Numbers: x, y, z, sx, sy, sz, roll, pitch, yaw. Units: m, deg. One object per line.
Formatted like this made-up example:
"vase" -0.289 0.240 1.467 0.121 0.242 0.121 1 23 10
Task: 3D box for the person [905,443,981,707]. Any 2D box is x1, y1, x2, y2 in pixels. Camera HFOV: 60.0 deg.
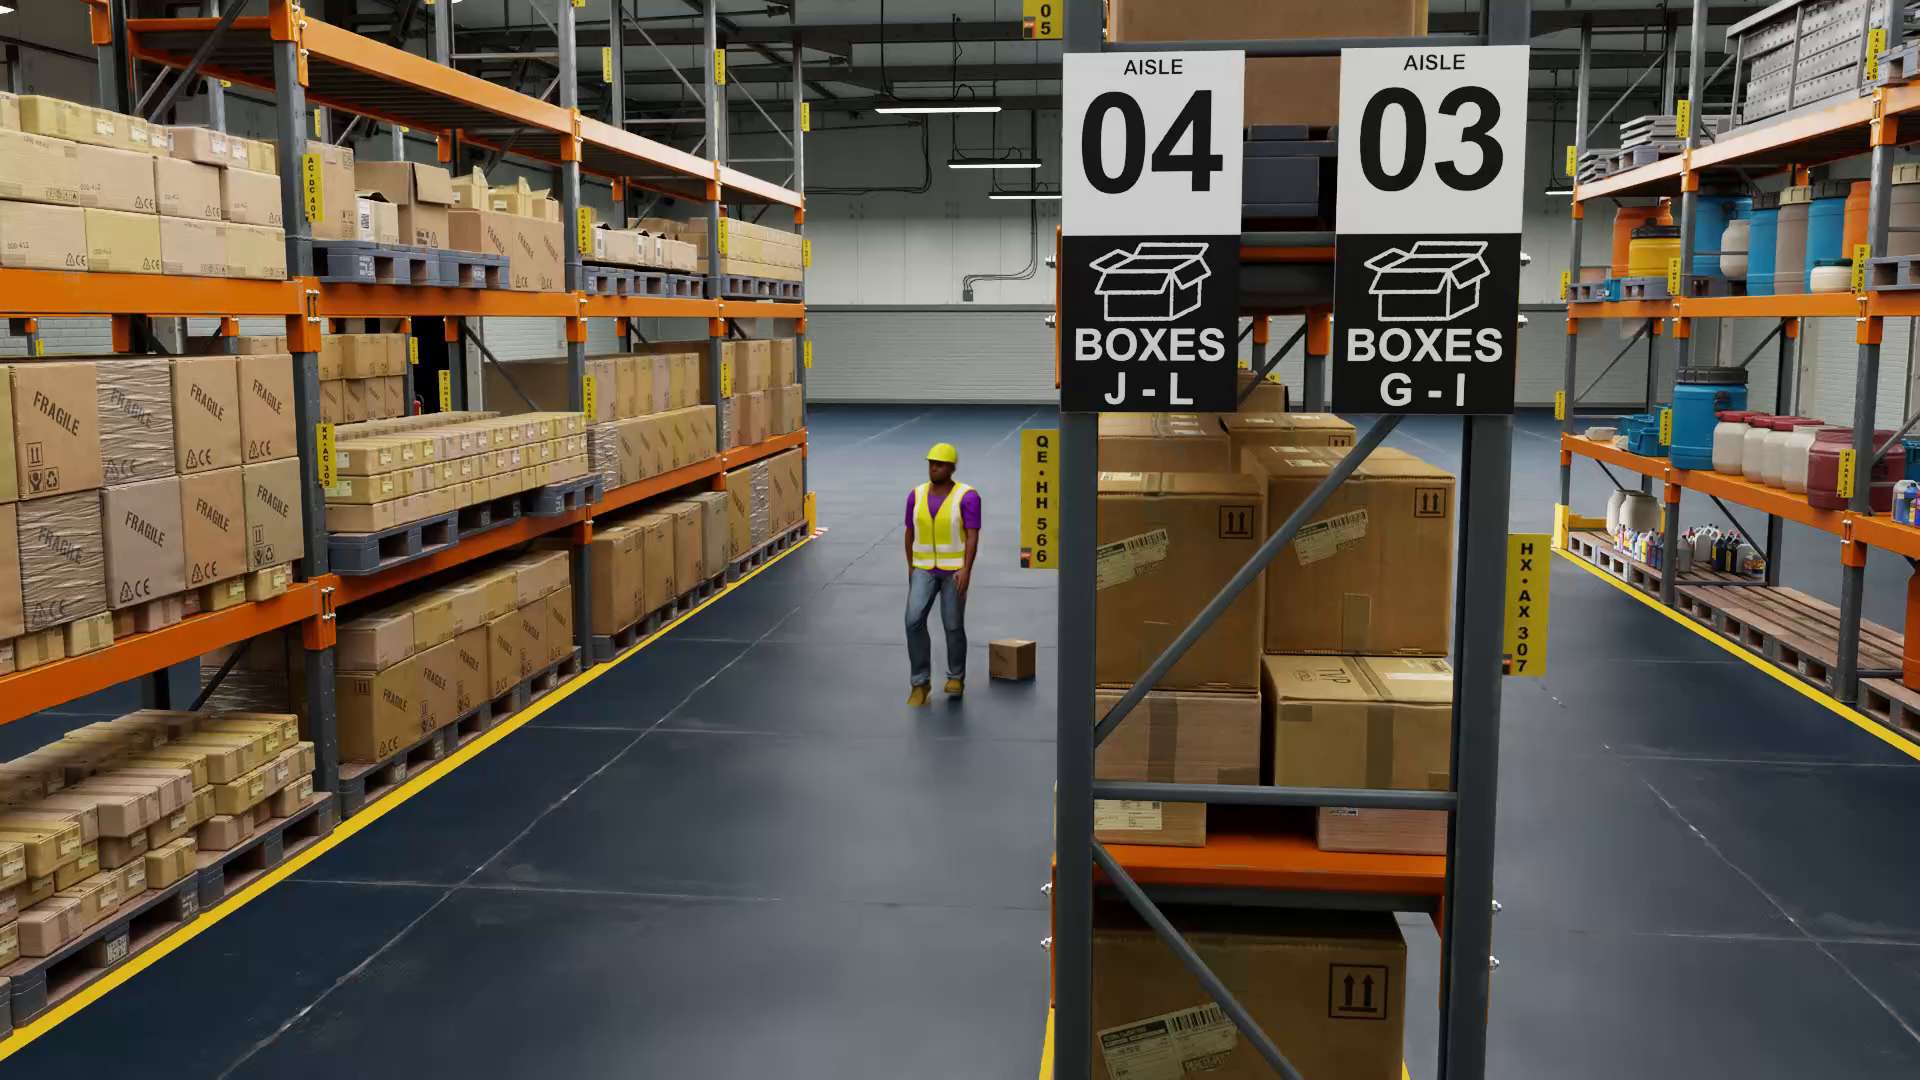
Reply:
"person" -0.139 0.248 11.437 0.581 1.830 0.580 2 8 16
